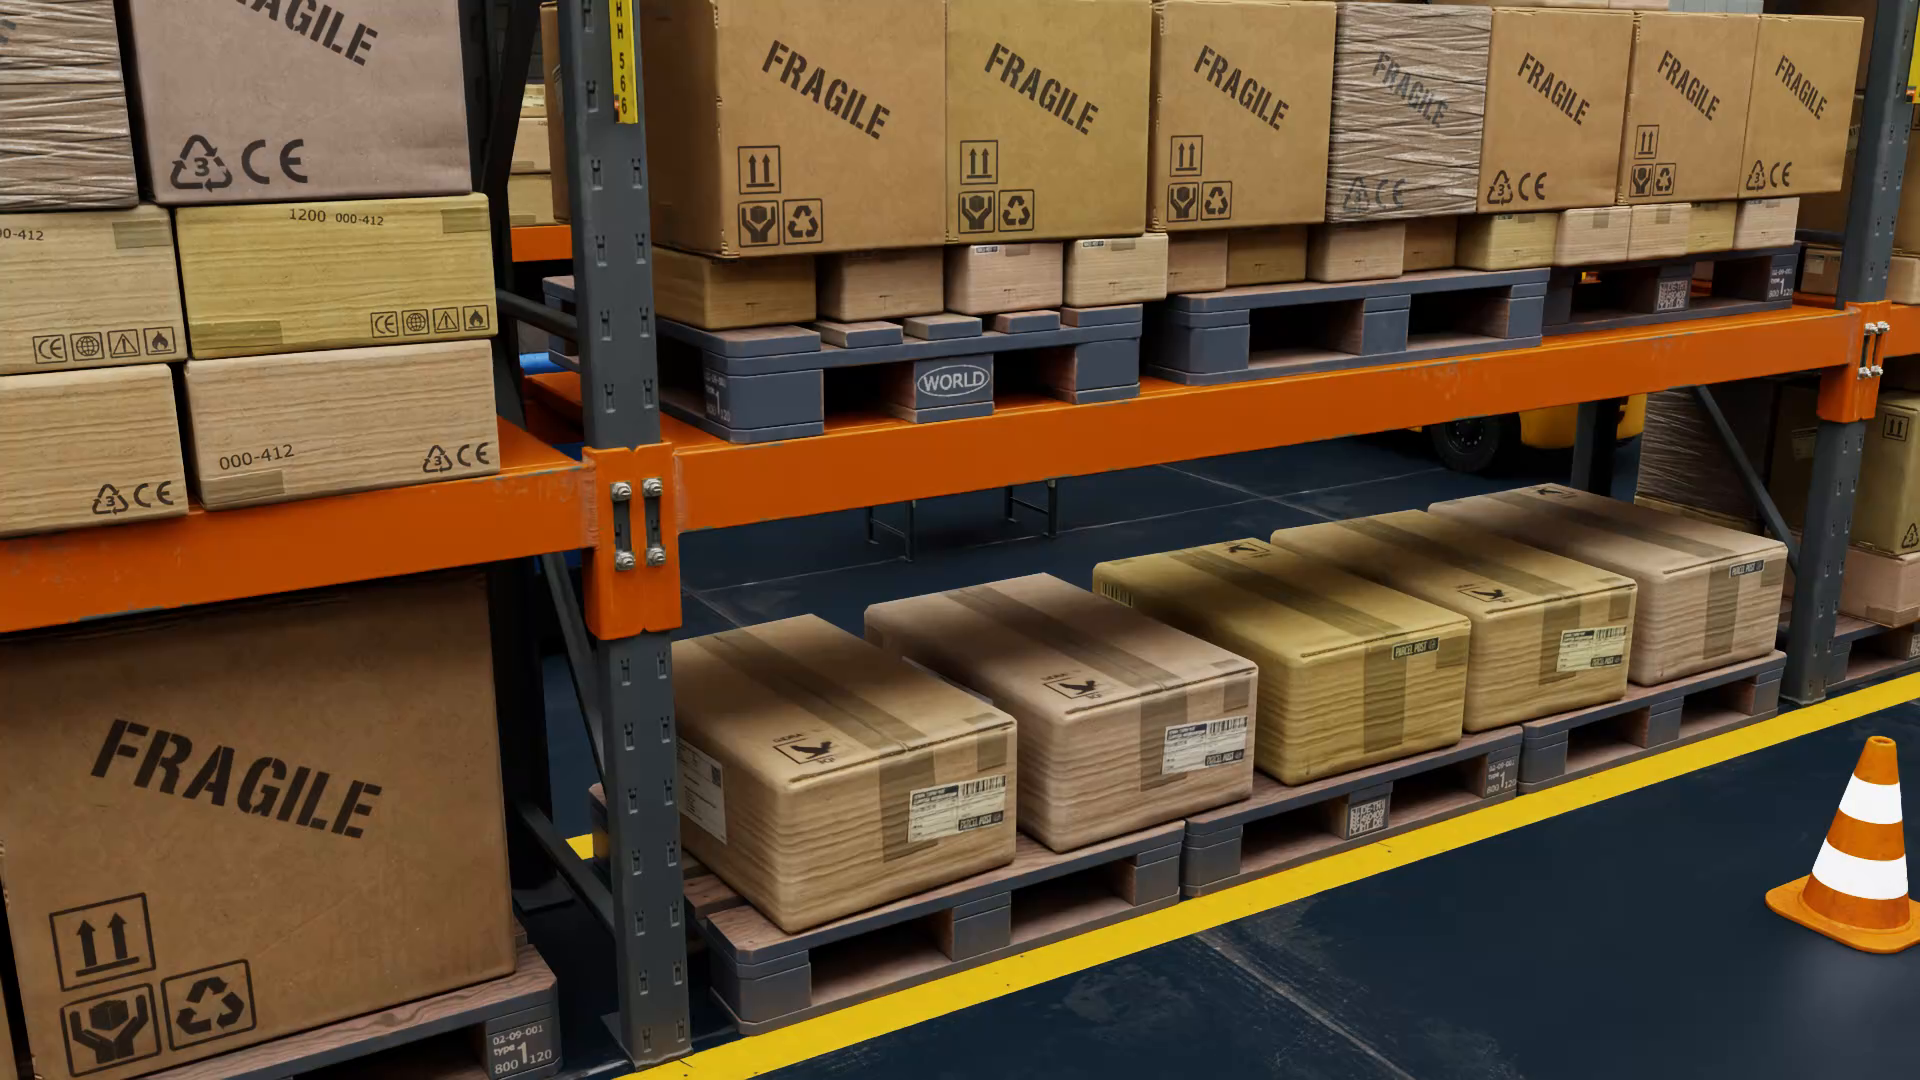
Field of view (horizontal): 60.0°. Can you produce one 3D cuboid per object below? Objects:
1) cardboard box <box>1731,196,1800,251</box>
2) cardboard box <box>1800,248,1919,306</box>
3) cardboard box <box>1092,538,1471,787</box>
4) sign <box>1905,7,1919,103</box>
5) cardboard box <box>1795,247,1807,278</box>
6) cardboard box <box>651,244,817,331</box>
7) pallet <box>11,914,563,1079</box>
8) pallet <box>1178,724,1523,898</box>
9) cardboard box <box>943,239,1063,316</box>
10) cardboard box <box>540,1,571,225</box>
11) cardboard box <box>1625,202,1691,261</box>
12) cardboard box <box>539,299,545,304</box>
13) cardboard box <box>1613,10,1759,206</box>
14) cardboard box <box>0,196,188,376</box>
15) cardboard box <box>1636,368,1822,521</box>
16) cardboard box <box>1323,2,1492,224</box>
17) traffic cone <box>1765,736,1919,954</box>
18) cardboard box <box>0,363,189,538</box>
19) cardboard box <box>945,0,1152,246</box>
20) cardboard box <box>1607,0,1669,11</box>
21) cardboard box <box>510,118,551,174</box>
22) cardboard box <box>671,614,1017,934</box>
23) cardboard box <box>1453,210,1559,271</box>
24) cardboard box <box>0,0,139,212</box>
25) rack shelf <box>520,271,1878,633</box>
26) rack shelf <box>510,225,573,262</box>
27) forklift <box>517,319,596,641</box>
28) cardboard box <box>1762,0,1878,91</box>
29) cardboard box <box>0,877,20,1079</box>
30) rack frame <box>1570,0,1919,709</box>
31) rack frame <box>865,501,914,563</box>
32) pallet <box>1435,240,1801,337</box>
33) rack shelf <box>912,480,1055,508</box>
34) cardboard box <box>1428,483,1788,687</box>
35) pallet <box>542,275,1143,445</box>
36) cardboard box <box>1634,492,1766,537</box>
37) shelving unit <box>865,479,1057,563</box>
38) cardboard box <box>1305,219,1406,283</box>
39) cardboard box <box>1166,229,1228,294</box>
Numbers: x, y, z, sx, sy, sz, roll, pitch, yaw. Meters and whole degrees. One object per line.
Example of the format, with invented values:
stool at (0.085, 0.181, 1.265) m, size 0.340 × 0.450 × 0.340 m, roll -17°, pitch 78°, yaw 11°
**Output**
cardboard box at (2.254, -0.963, 4.974) m, size 0.250 × 0.149 × 0.380 m, roll -9°, pitch 18°, yaw -29°
cardboard box at (2.988, -0.865, 5.405) m, size 0.250 × 0.149 × 0.380 m, roll -9°, pitch 18°, yaw -30°
cardboard box at (0.895, 0.318, 4.810) m, size 0.625 × 0.372 × 0.950 m, roll -9°, pitch 18°, yaw -28°
sign at (2.842, -1.446, 4.867) m, size 0.005 × 0.325 × 0.100 m, roll -9°, pitch 18°, yaw -30°
cardboard box at (2.882, -1.047, 6.054) m, size 0.250 × 0.149 × 0.380 m, roll -9°, pitch 18°, yaw -28°
cardboard box at (-0.501, -0.544, 3.481) m, size 0.250 × 0.149 × 0.380 m, roll -10°, pitch 19°, yaw -33°
pallet at (-1.590, 0.974, 3.543) m, size 1.213 × 0.211 × 1.003 m, roll -9°, pitch 18°, yaw -30°
pallet at (0.840, 0.605, 4.860) m, size 1.213 × 0.211 × 1.003 m, roll -9°, pitch 18°, yaw -30°
cardboard box at (0.017, -0.603, 3.691) m, size 0.250 × 0.149 × 0.380 m, roll -11°, pitch 19°, yaw -33°
cardboard box at (-0.629, -0.982, 3.840) m, size 0.500 × 0.500 × 0.500 m, roll -10°, pitch 18°, yaw -31°
cardboard box at (1.816, -0.886, 4.700) m, size 0.250 × 0.149 × 0.380 m, roll -10°, pitch 18°, yaw -31°
cardboard box at (-1.760, -0.937, 8.817) m, size 0.625 × 0.625 × 0.875 m, roll -10°, pitch 19°, yaw -32°
cardboard box at (1.851, -1.224, 4.704) m, size 0.500 × 0.500 × 0.500 m, roll -9°, pitch 18°, yaw -29°
cardboard box at (-1.598, -0.431, 2.741) m, size 0.500 × 0.250 × 0.500 m, roll -10°, pitch 18°, yaw -31°
cardboard box at (2.922, -0.400, 6.207) m, size 0.500 × 0.500 × 0.500 m, roll -9°, pitch 18°, yaw -30°
cardboard box at (0.957, -1.080, 4.192) m, size 0.500 × 0.500 × 0.500 m, roll -10°, pitch 19°, yaw -32°
traffic cone at (2.211, 0.701, 4.051) m, size 0.334 × 0.463 × 0.336 m, roll -9°, pitch 18°, yaw -30°
cardboard box at (-1.605, -0.183, 2.785) m, size 0.500 × 0.250 × 0.500 m, roll -9°, pitch 18°, yaw -29°
cardboard box at (0.072, -0.937, 3.682) m, size 0.500 × 0.500 × 0.500 m, roll -8°, pitch 18°, yaw -27°
cardboard box at (1.690, -1.507, 4.514) m, size 0.250 × 0.149 × 0.380 m, roll -10°, pitch 18°, yaw -31°
cardboard box at (-2.041, -1.920, 8.054) m, size 0.500 × 0.250 × 0.500 m, roll -10°, pitch 18°, yaw -31°
cardboard box at (-0.386, 0.526, 4.066) m, size 0.625 × 0.372 × 0.950 m, roll -11°, pitch 19°, yaw -33°
cardboard box at (1.372, -0.824, 4.480) m, size 0.250 × 0.149 × 0.380 m, roll -9°, pitch 18°, yaw -30°
cardboard box at (-1.620, -0.785, 2.614) m, size 0.500 × 0.500 × 0.500 m, roll -9°, pitch 18°, yaw -29°
rack shelf at (0.839, -0.392, 4.585) m, size 4.000 × 0.370 × 1.077 m, roll -9°, pitch 18°, yaw -30°
rack shelf at (-1.721, -1.540, 8.680) m, size 4.000 × 0.370 × 1.077 m, roll -9°, pitch 18°, yaw -30°
forklift at (-2.689, -0.966, 5.424) m, size 3.031 × 2.935 × 1.130 m, roll -9°, pitch 18°, yaw -30°
cardboard box at (3.042, -1.700, 5.330) m, size 0.500 × 0.500 × 0.700 m, roll -9°, pitch 18°, yaw -30°
cardboard box at (-2.277, 0.560, 3.013) m, size 0.875 × 0.875 × 0.875 m, roll -9°, pitch 18°, yaw -29°
rack frame at (2.553, -1.017, 5.479) m, size 0.127 × 3.000 × 1.000 m, roll -9°, pitch 18°, yaw -30°
rack frame at (-0.308, -0.672, 7.029) m, size 0.023 × 1.500 × 0.400 m, roll -9°, pitch 18°, yaw -30°
pallet at (1.823, -0.852, 5.246) m, size 1.213 × 0.211 × 1.003 m, roll -9°, pitch 18°, yaw -30°
rack shelf at (0.006, -0.409, 7.299) m, size 0.720 × 0.370 × 0.431 m, roll -9°, pitch 18°, yaw -30°
cardboard box at (2.105, 0.120, 5.515) m, size 0.625 × 0.372 × 0.950 m, roll -9°, pitch 18°, yaw -29°
pallet at (-0.320, -0.492, 3.963) m, size 1.003 × 0.211 × 1.213 m, roll -9°, pitch 18°, yaw -30°
cardboard box at (2.921, -0.039, 6.309) m, size 0.500 × 0.250 × 0.500 m, roll -8°, pitch 18°, yaw -27°
shelving unit at (0.006, -0.723, 7.211) m, size 0.755 × 1.500 × 0.431 m, roll -9°, pitch 18°, yaw -30°
cardboard box at (0.909, -0.757, 4.242) m, size 0.250 × 0.149 × 0.380 m, roll -9°, pitch 18°, yaw -28°
cardboard box at (0.429, -0.688, 3.994) m, size 0.250 × 0.149 × 0.380 m, roll -8°, pitch 18°, yaw -26°
